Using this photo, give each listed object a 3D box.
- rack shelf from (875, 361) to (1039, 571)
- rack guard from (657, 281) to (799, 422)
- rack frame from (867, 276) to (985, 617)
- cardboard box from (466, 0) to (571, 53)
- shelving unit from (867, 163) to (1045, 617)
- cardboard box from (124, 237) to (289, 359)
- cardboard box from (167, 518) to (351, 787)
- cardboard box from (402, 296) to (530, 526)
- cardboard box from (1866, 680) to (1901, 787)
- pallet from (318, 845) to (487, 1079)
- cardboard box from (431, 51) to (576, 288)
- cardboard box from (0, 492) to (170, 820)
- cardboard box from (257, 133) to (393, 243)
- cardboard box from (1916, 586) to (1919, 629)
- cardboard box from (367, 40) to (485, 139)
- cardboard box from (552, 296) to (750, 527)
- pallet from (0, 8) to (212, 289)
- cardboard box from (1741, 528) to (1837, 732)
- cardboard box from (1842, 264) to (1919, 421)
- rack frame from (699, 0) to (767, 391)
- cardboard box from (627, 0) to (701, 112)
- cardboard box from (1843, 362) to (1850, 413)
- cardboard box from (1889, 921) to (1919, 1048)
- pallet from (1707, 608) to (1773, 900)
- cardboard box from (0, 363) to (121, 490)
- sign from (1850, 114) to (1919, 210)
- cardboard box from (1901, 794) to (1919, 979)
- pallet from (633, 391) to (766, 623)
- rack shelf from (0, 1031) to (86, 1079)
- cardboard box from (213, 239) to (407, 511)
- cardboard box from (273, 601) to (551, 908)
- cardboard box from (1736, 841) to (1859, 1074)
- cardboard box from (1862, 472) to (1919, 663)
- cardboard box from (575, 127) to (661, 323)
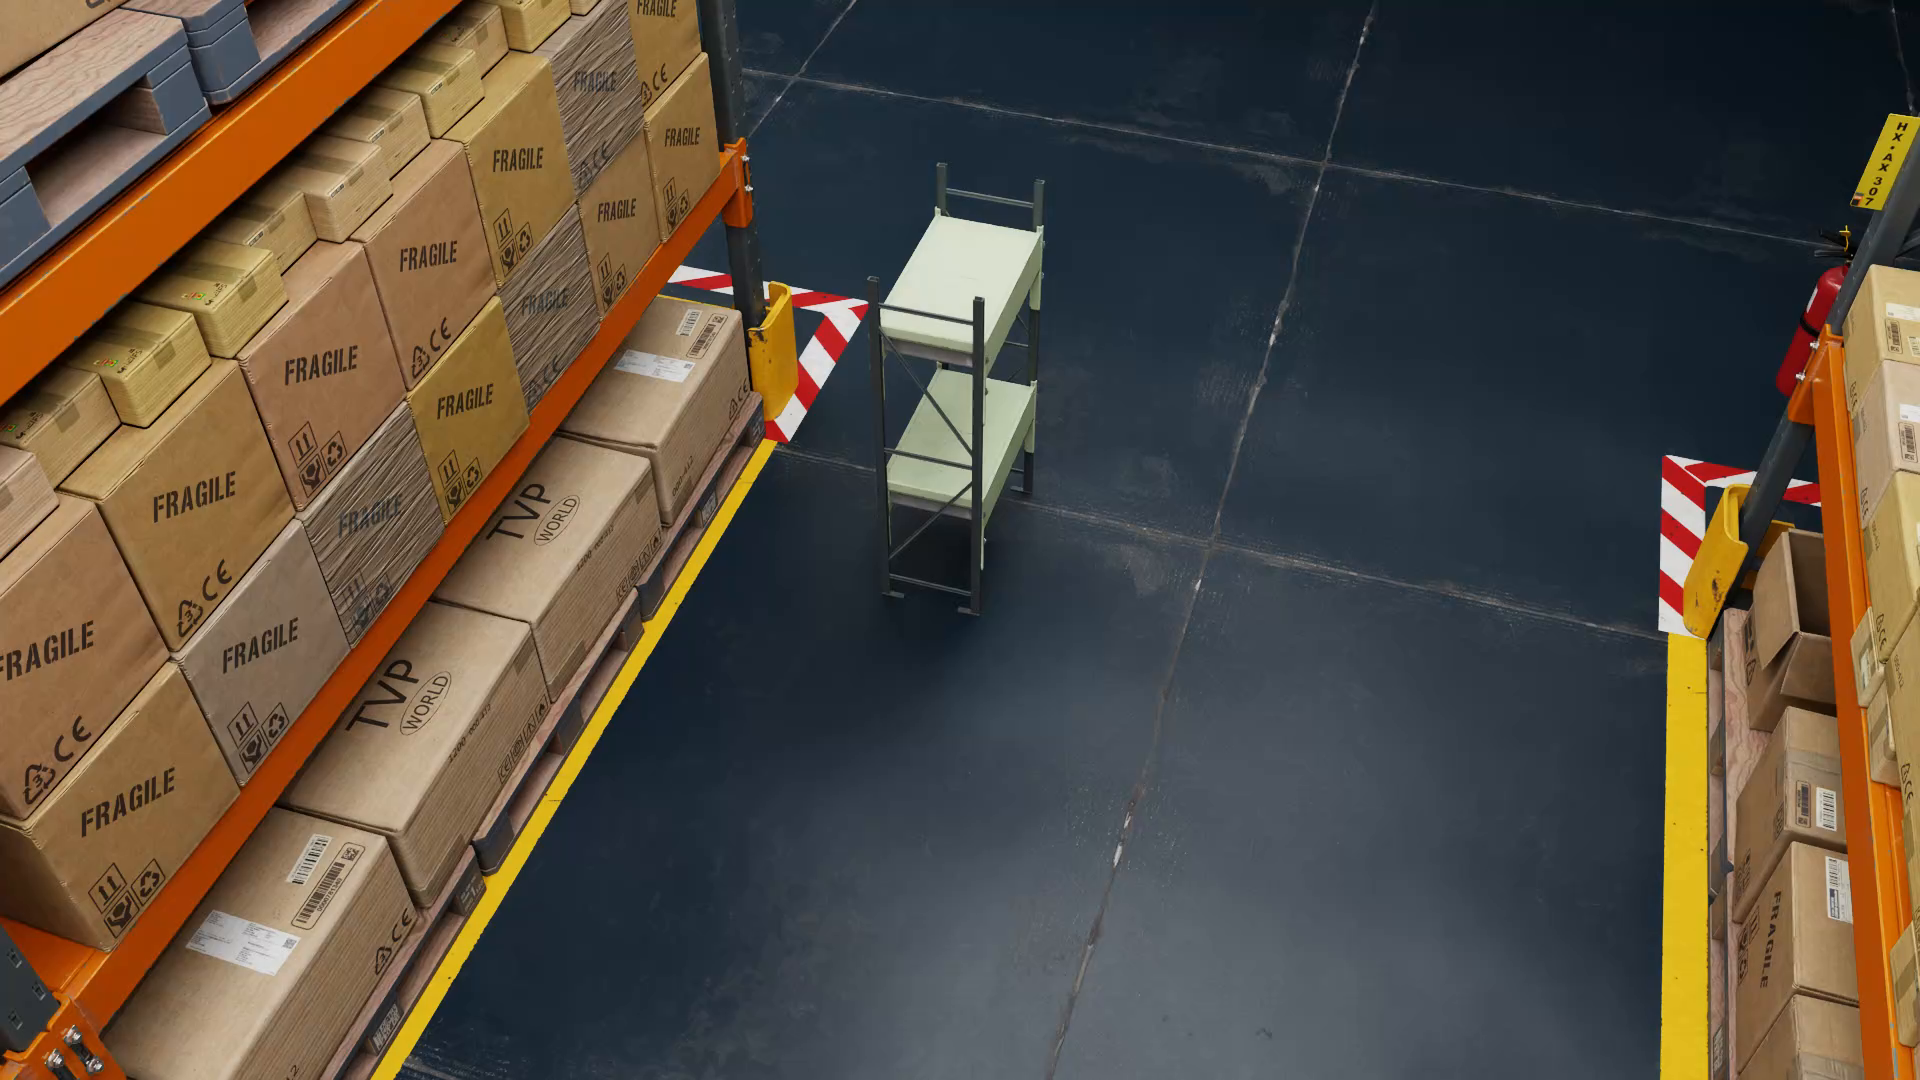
[{"bbox_3d":[-0.002,-0.299,6.449,0.431,0.370,0.720,13,46,12],"label":"rack shelf"},{"bbox_3d":[-1.316,-0.923,7.336,1.175,0.500,0.348,13,46,13],"label":"rack guard"},{"bbox_3d":[-0.113,-0.288,5.972,0.400,1.500,0.023,13,46,12],"label":"rack frame"},{"bbox_3d":[-1.409,-1.621,5.011,0.380,0.149,0.250,14,46,13],"label":"cardboard box"},{"bbox_3d":[-0.002,-0.532,6.221,0.431,1.500,0.755,13,46,12],"label":"shelving unit"},{"bbox_3d":[-1.851,-0.592,3.960,0.380,0.149,0.250,11,46,11],"label":"cardboard box"},{"bbox_3d":[-1.987,0.238,4.291,0.500,0.500,0.500,13,46,13],"label":"cardboard box"},{"bbox_3d":[-1.674,-0.436,4.979,0.500,0.500,0.500,14,46,14],"label":"cardboard box"},{"bbox_3d":[2.549,0.527,4.247,0.380,0.149,0.250,14,46,13],"label":"cardboard box"},{"bbox_3d":[-2.230,1.372,5.197,1.003,0.211,1.213,13,46,13],"label":"pallet"},{"bbox_3d":[-1.526,-1.139,4.982,0.500,0.500,0.500,12,46,12],"label":"cardboard box"},{"bbox_3d":[-2.160,0.206,3.608,0.500,0.500,0.500,13,46,13],"label":"cardboard box"},{"bbox_3d":[-1.713,-0.926,4.302,0.380,0.149,0.250,13,46,13],"label":"cardboard box"},{"bbox_3d":[2.560,0.173,3.787,0.500,0.500,0.500,14,46,14],"label":"cardboard box"},{"bbox_3d":[-1.575,-1.282,4.665,0.380,0.149,0.250,14,46,13],"label":"cardboard box"},{"bbox_3d":[-1.428,-0.574,6.724,0.875,0.438,0.875,11,45,11],"label":"cardboard box"},{"bbox_3d":[-2.277,-0.718,3.258,1.003,0.211,1.213,13,46,13],"label":"pallet"},{"bbox_3d":[3.133,0.378,5.704,0.797,0.503,0.637,11,45,11],"label":"cardboard box"},{"bbox_3d":[3.014,-0.559,5.071,0.500,0.250,0.500,13,46,13],"label":"cardboard box"},{"bbox_3d":[-1.323,-1.801,6.446,1.000,3.000,0.127,13,46,13],"label":"rack frame"},{"bbox_3d":[-1.242,-1.822,5.681,0.500,0.500,0.500,14,46,14],"label":"cardboard box"},{"bbox_3d":[3.047,-0.501,5.297,0.380,0.149,0.250,12,46,12],"label":"cardboard box"},{"bbox_3d":[2.323,1.036,3.726,0.380,0.149,0.250,12,46,12],"label":"cardboard box"},{"bbox_3d":[3.145,0.827,5.754,1.003,0.211,1.213,13,46,13],"label":"pallet"},{"bbox_3d":[-2.092,-0.269,3.630,0.380,0.149,0.250,12,46,12],"label":"cardboard box"},{"bbox_3d":[2.891,-1.176,5.188,0.100,0.325,0.005,13,46,13],"label":"sign"},{"bbox_3d":[2.420,0.804,3.679,0.500,0.250,0.500,12,46,12],"label":"cardboard box"},{"bbox_3d":[-1.491,-0.255,6.859,1.003,0.211,1.213,13,46,13],"label":"pallet"},{"bbox_3d":[-3.140,2.456,2.610,1.077,0.370,4.000,13,46,13],"label":"rack shelf"},{"bbox_3d":[-1.835,-0.468,4.297,0.500,0.500,0.500,13,46,13],"label":"cardboard box"},{"bbox_3d":[-1.972,0.638,5.485,0.875,0.438,0.875,11,45,11],"label":"cardboard box"},{"bbox_3d":[2.581,1.272,4.793,0.500,0.500,0.500,13,46,13],"label":"cardboard box"},{"bbox_3d":[2.711,0.115,4.382,0.500,0.250,0.500,12,46,12],"label":"cardboard box"},{"bbox_3d":[-1.384,-1.128,5.686,0.500,0.500,0.500,12,46,12],"label":"cardboard box"}]
